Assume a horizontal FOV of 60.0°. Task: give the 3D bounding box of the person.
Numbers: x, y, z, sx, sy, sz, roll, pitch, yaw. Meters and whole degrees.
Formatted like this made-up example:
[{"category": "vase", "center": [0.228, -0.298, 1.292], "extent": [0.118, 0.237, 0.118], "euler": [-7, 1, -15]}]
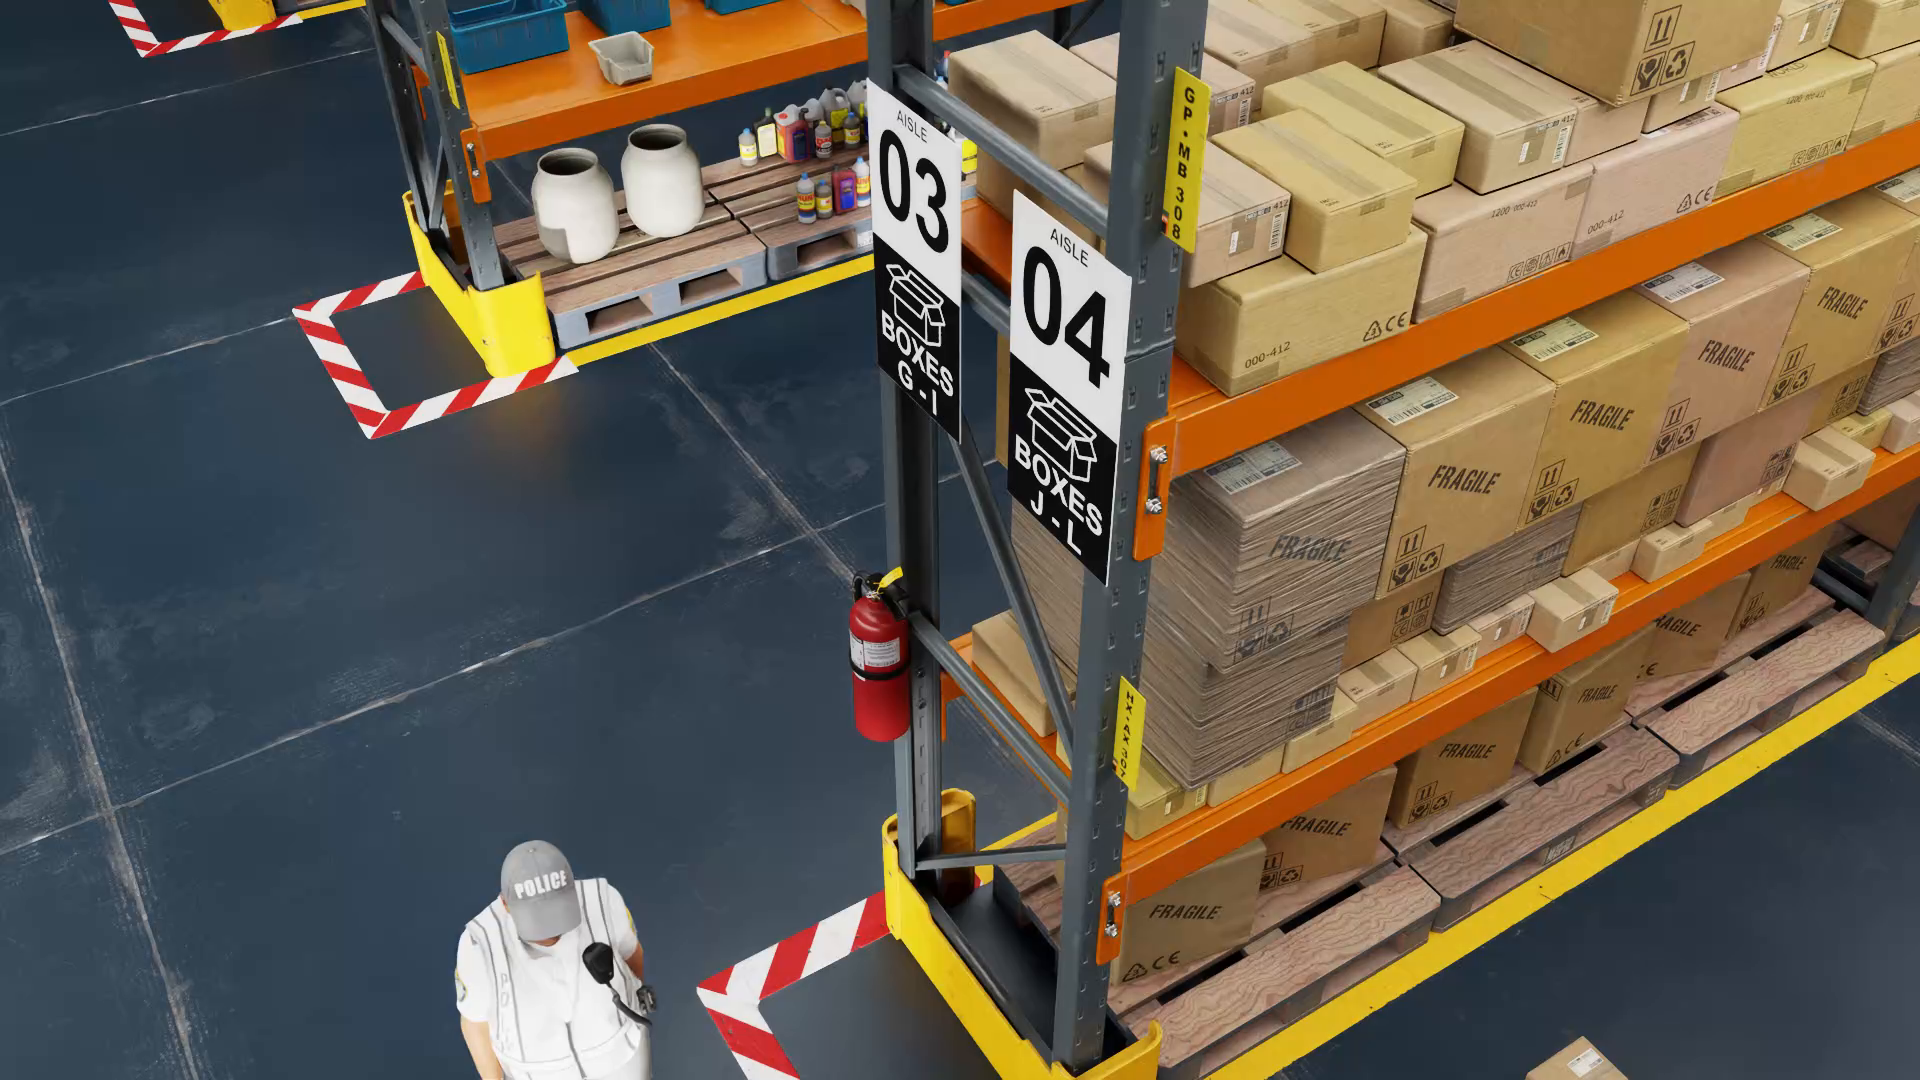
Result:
[{"category": "person", "center": [-1.097, 1.334, 4.610], "extent": [0.503, 1.631, 0.761], "euler": [-15, 43, -17]}]
